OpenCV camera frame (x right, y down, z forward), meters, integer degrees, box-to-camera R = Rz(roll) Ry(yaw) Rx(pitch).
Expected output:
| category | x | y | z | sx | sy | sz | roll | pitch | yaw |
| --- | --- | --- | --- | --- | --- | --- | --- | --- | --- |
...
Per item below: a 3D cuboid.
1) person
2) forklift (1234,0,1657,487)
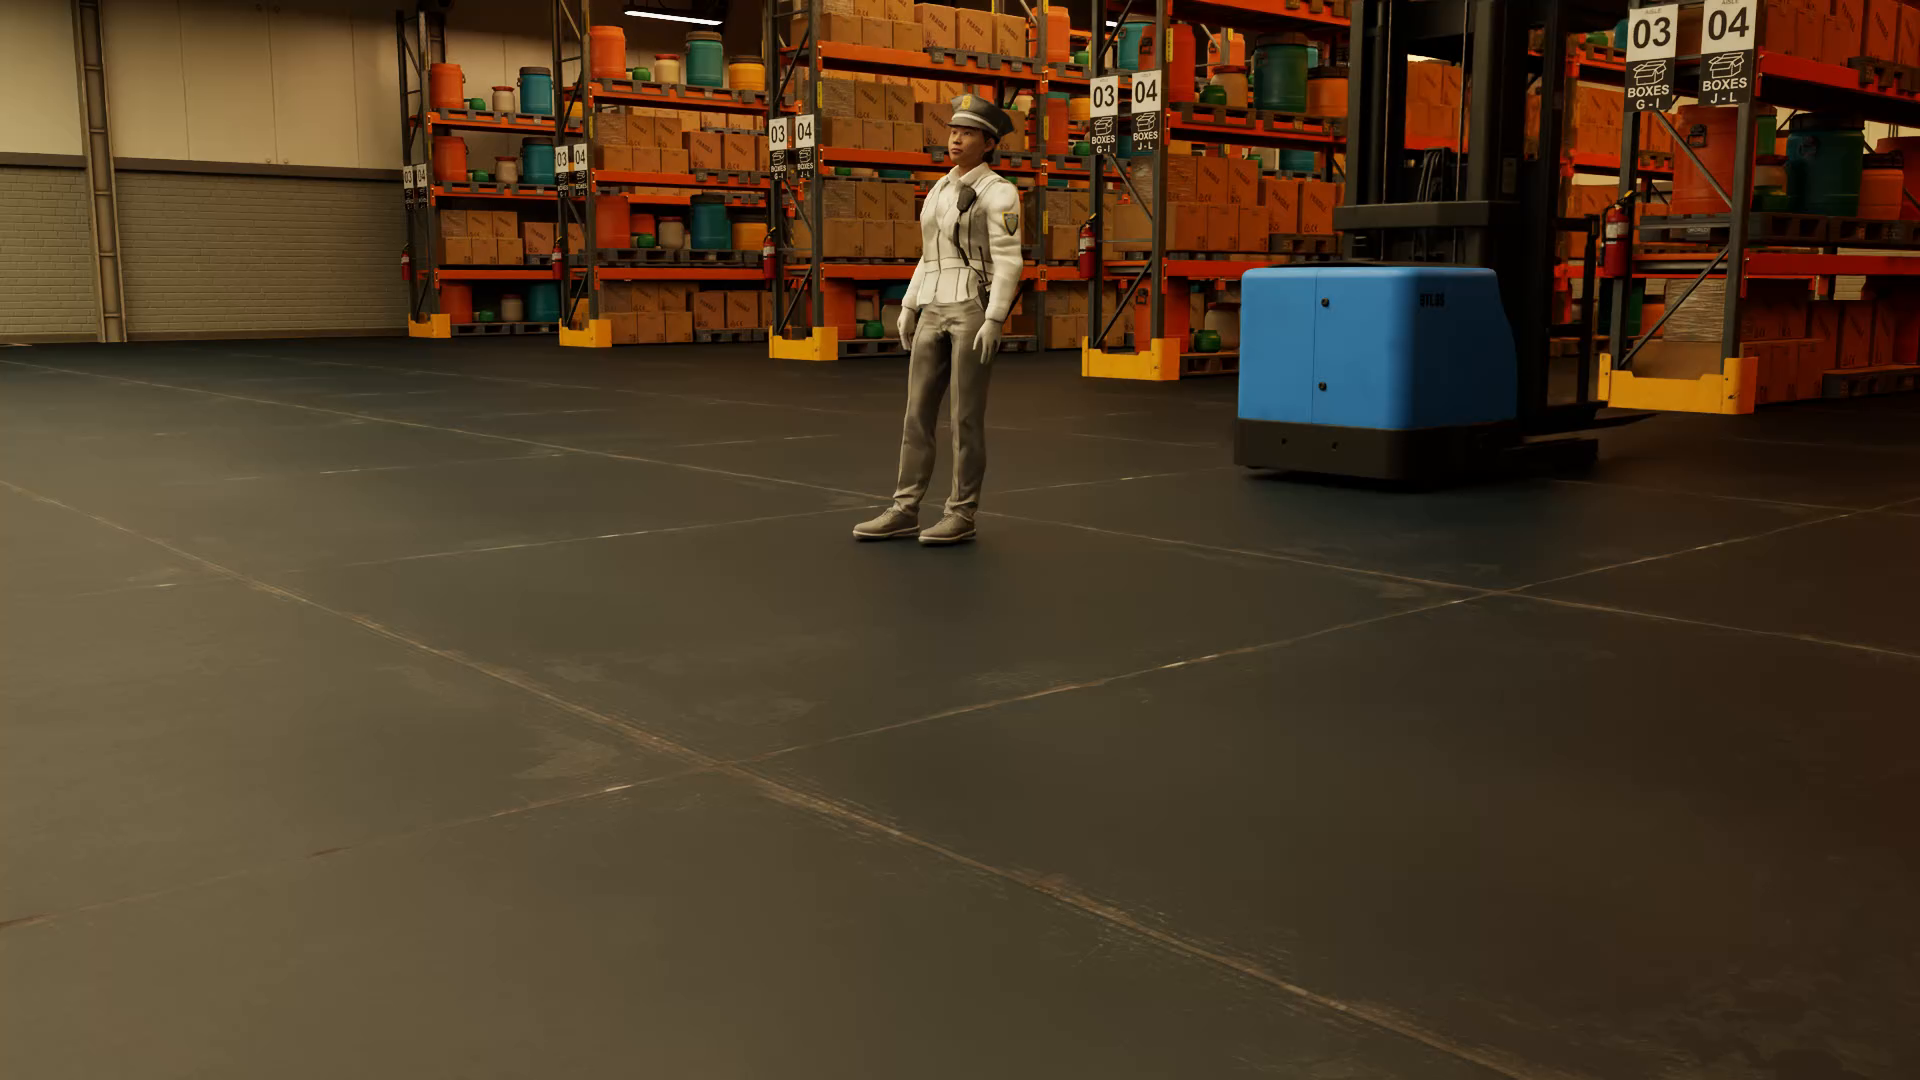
| category | x | y | z | sx | sy | sz | roll | pitch | yaw |
| --- | --- | --- | --- | --- | --- | --- | --- | --- | --- |
| person | -0.056 | -0.838 | 6.369 | 0.531 | 1.695 | 0.588 | -8 | 12 | -40 |
| forklift | 2.849 | -1.870 | 9.042 | 3.031 | 2.935 | 1.130 | -8 | 12 | -42 |
